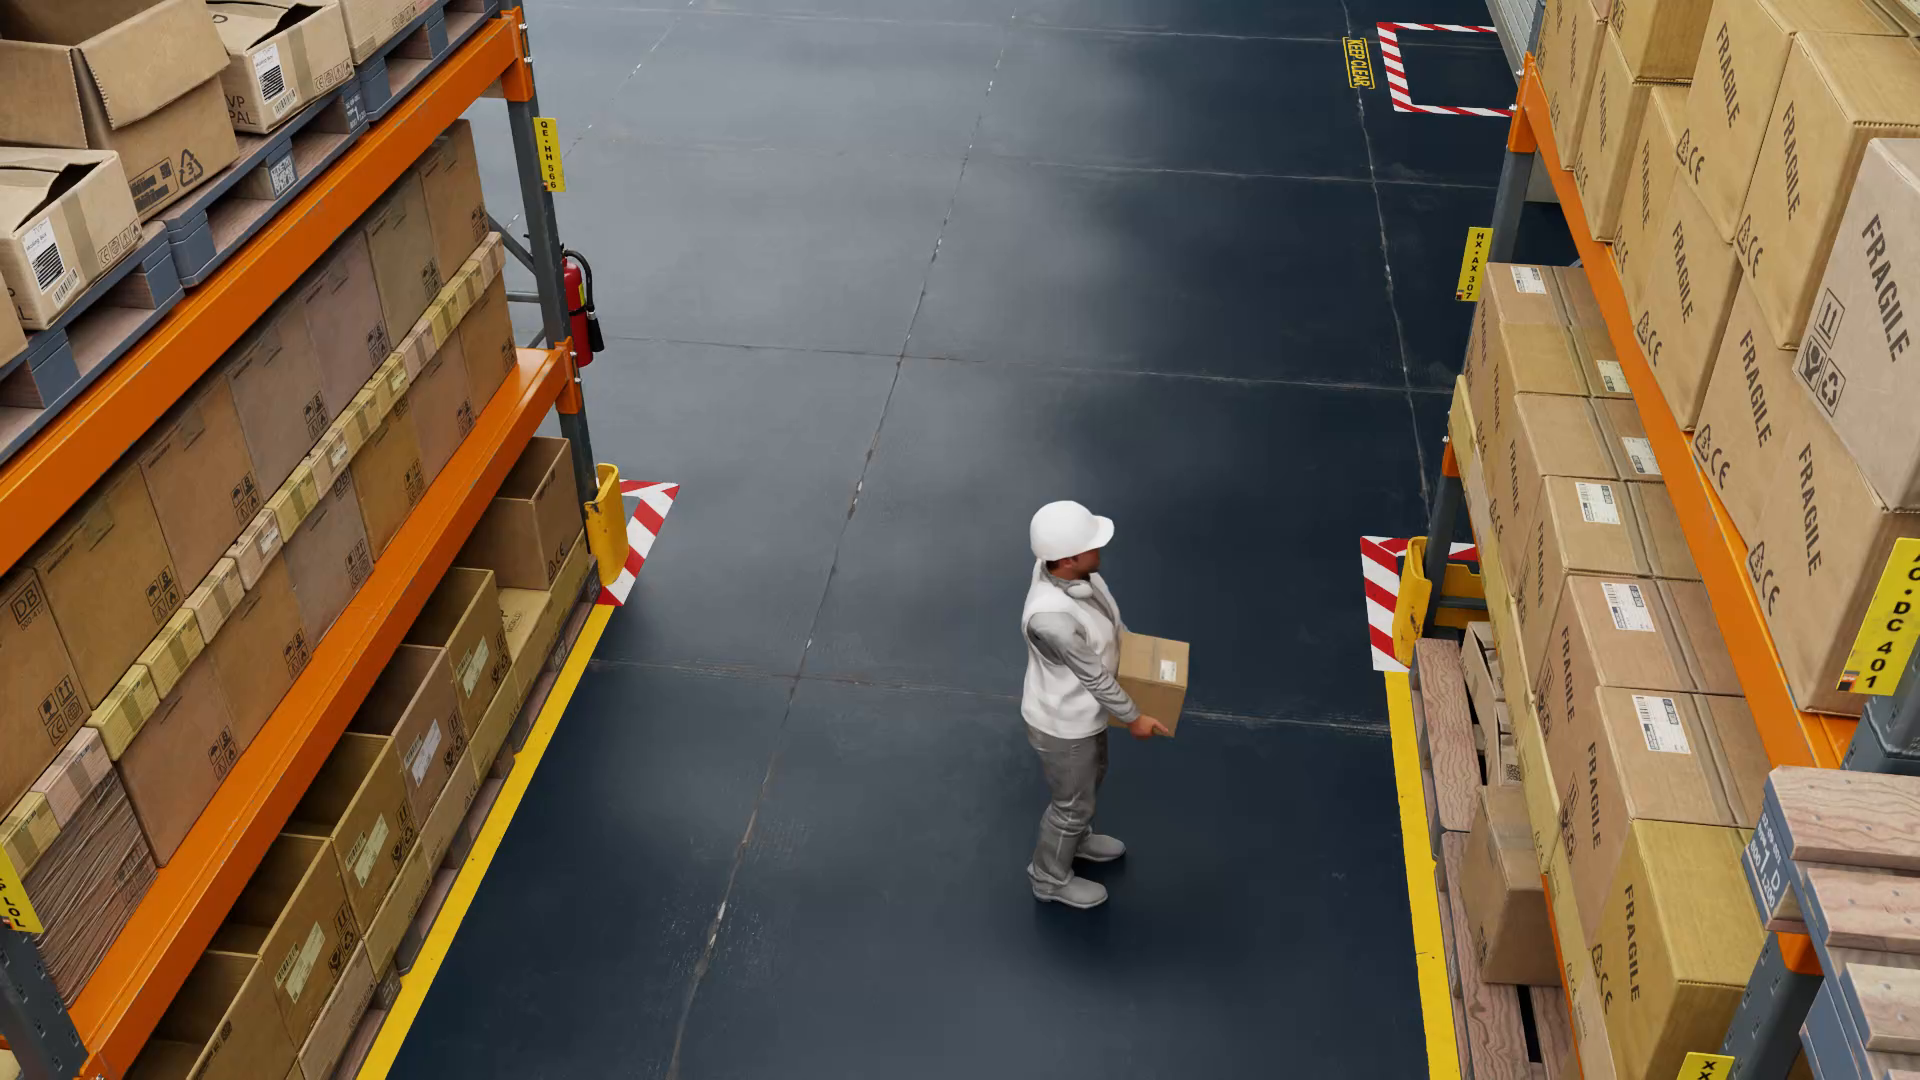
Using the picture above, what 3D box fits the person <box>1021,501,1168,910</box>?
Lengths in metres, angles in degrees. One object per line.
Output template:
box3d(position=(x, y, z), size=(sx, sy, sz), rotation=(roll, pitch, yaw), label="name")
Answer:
box3d(position=(0.505, 0.609, 6.184), size=(0.546, 1.765, 0.494), rotation=(5, 36, 7), label="person")
